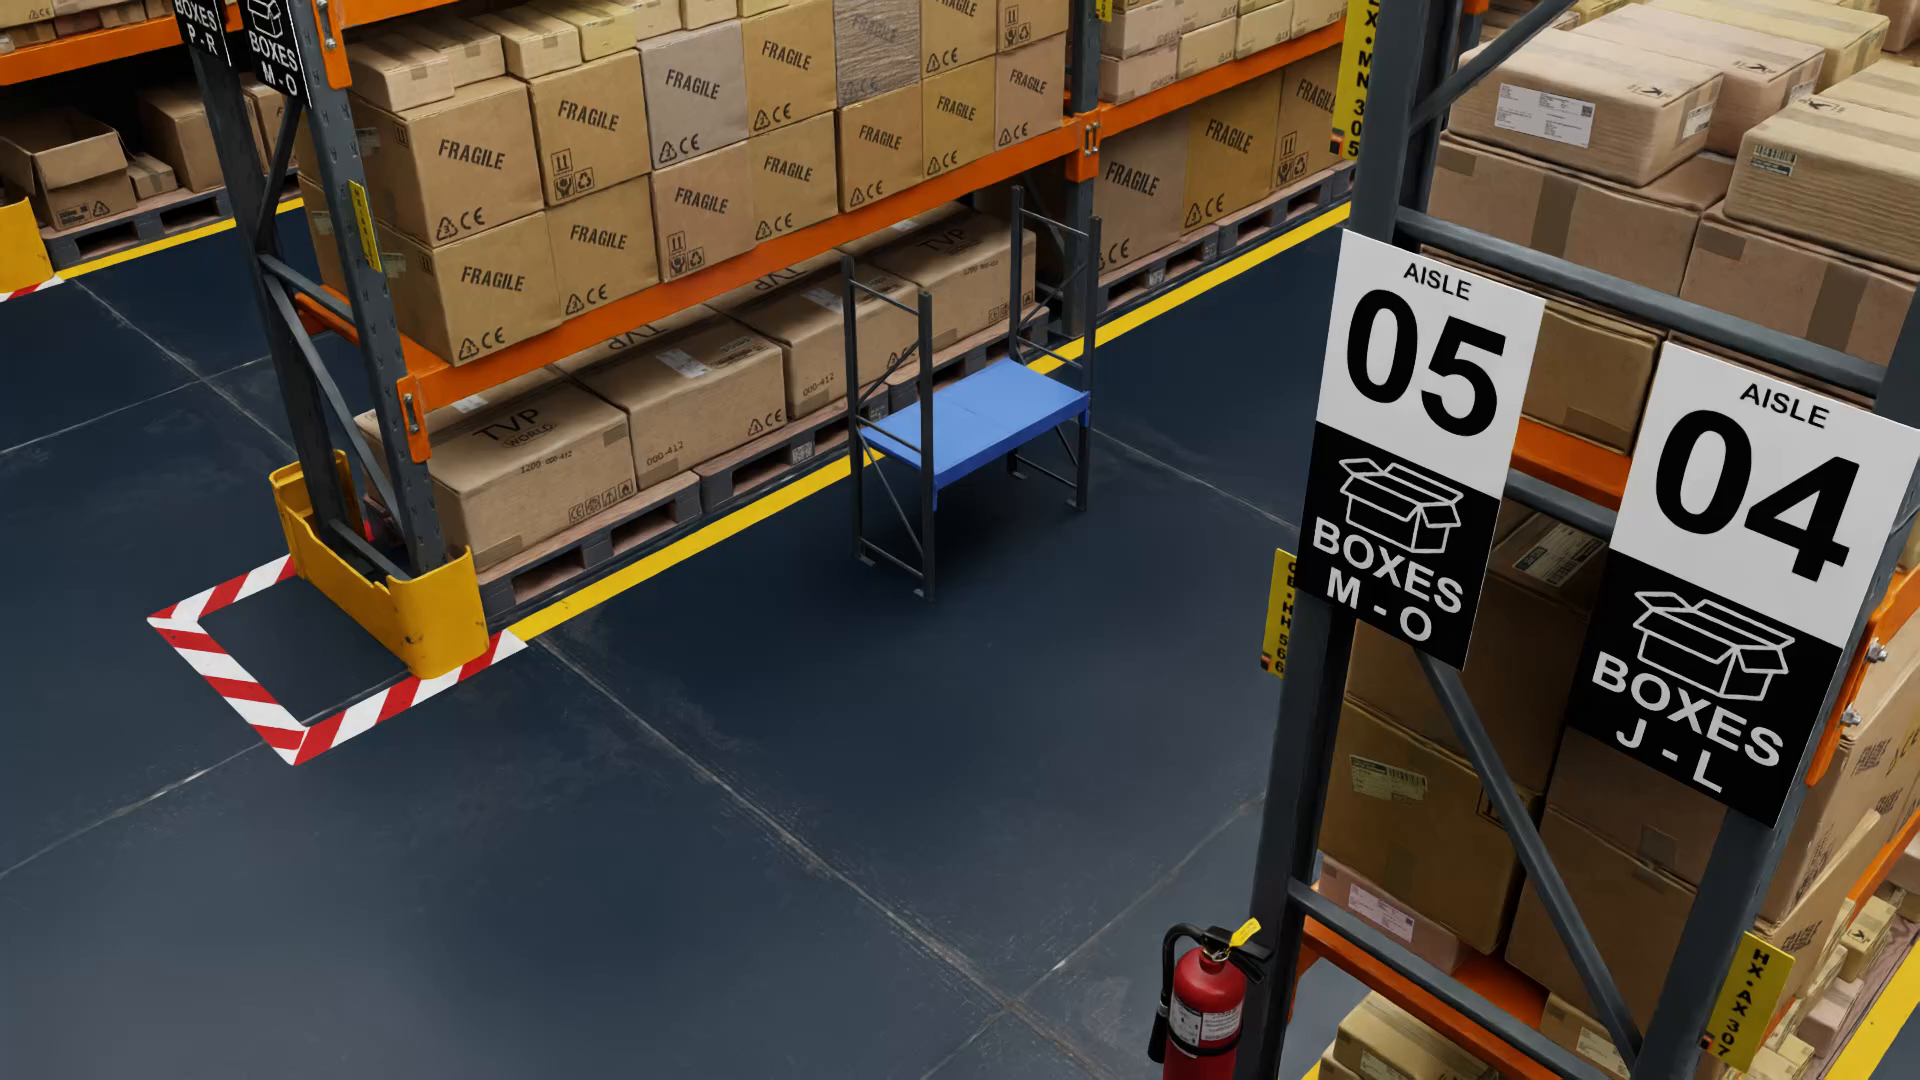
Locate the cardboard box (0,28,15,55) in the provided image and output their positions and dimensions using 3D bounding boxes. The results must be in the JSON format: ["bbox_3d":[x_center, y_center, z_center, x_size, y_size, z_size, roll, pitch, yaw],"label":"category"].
[{"bbox_3d":[-5.595,-2.866,9.457,0.380,0.149,0.250,29,44,35],"label":"cardboard box"}]

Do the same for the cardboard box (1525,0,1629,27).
[{"bbox_3d":[4.598,-4.123,12.970,0.625,0.372,0.950,-28,44,-34],"label":"cardboard box"}]

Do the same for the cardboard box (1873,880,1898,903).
[{"bbox_3d":[2.936,1.019,5.532,0.380,0.149,0.250,27,43,33],"label":"cardboard box"}]

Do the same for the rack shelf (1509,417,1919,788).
[{"bbox_3d":[2.496,-0.741,4.196,1.077,0.370,4.000,30,45,35],"label":"rack shelf"}]

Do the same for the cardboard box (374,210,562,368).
[{"bbox_3d":[-1.955,-1.068,6.571,0.500,0.500,0.500,29,44,35],"label":"cardboard box"}]

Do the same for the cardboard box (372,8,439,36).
[{"bbox_3d":[-2.224,-2.004,6.472,0.250,0.149,0.380,-29,44,-35],"label":"cardboard box"}]

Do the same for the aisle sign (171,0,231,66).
[{"bbox_3d":[-2.767,-2.109,5.880,0.394,0.787,0.004,30,45,35],"label":"aisle sign"}]

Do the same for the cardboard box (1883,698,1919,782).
[{"bbox_3d":[1.943,0.151,3.690,0.500,0.500,0.500,-29,44,-34],"label":"cardboard box"}]

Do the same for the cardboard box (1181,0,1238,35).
[{"bbox_3d":[1.179,-3.003,9.127,0.500,0.250,0.500,-29,44,-35],"label":"cardboard box"}]

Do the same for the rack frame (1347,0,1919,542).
[{"bbox_3d":[1.087,-1.454,1.968,1.000,3.000,0.127,30,45,35],"label":"rack frame"}]

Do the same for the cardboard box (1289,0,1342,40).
[{"bbox_3d":[1.914,-3.193,9.838,0.500,0.250,0.500,29,44,35],"label":"cardboard box"}]

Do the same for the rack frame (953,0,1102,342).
[{"bbox_3d":[0.322,-2.571,8.814,1.000,3.000,0.127,30,45,35],"label":"rack frame"}]

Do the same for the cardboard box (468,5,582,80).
[{"bbox_3d":[-1.651,-1.891,6.311,0.250,0.149,0.380,-28,44,-34],"label":"cardboard box"}]

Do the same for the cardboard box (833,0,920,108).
[{"bbox_3d":[-0.530,-2.306,7.473,0.500,0.500,0.500,-29,44,-35],"label":"cardboard box"}]

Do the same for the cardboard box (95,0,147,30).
[{"bbox_3d":[-5.067,-3.187,9.917,0.250,0.149,0.380,-28,44,-34],"label":"cardboard box"}]

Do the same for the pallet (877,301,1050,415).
[{"bbox_3d":[-0.270,-1.150,9.215,1.003,0.211,1.213,30,45,35],"label":"pallet"}]

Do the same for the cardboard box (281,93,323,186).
[{"bbox_3d":[-2.326,-1.690,6.590,0.500,0.500,0.500,-28,44,-34],"label":"cardboard box"}]

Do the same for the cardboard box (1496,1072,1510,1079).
[{"bbox_3d":[1.498,1.364,4.777,0.250,0.149,0.380,-29,44,-35],"label":"cardboard box"}]

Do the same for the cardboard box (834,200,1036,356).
[{"bbox_3d":[-0.197,-1.481,9.124,0.875,0.438,0.875,29,44,35],"label":"cardboard box"}]

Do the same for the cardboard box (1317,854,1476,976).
[{"bbox_3d":[1.116,0.863,4.109,0.380,0.149,0.250,30,45,35],"label":"cardboard box"}]

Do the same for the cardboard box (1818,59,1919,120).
[{"bbox_3d":[1.669,-0.667,2.807,0.250,0.149,0.380,-28,44,-34],"label":"cardboard box"}]

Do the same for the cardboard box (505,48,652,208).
[{"bbox_3d":[-1.597,-1.691,6.591,0.500,0.500,0.500,28,44,34],"label":"cardboard box"}]

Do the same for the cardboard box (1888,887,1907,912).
[{"bbox_3d":[2.910,1.175,5.567,0.250,0.149,0.380,-29,44,-35],"label":"cardboard box"}]

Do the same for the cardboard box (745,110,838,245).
[{"bbox_3d":[-0.906,-1.693,7.468,0.500,0.500,0.500,-28,44,-34],"label":"cardboard box"}]

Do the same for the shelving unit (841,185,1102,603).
[{"bbox_3d":[0.060,-0.650,7.371,0.538,1.500,1.048,30,45,35],"label":"shelving unit"}]

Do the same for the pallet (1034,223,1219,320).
[{"bbox_3d":[0.812,-1.771,10.105,1.003,0.211,1.213,30,45,35],"label":"pallet"}]

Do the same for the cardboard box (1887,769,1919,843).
[{"bbox_3d":[2.313,0.351,4.276,0.500,0.500,0.500,-29,44,-35],"label":"cardboard box"}]

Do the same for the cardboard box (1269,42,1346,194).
[{"bbox_3d":[1.963,-2.888,10.760,0.875,0.875,0.875,-29,44,-35],"label":"cardboard box"}]

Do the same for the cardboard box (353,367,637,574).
[{"bbox_3d":[-2.103,-0.377,7.541,0.875,0.438,0.875,28,44,34],"label":"cardboard box"}]

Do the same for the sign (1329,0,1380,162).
[{"bbox_3d":[0.708,-0.819,2.905,0.100,0.325,0.005,30,45,35],"label":"sign"}]

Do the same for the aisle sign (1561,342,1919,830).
[{"bbox_3d":[1.249,0.091,2.725,0.394,0.787,0.004,30,45,35],"label":"aisle sign"}]

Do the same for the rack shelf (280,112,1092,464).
[{"bbox_3d":[-1.088,-1.464,7.856,1.077,0.370,4.000,30,45,35],"label":"rack shelf"}]

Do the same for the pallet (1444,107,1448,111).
[{"bbox_3d":[3.691,-3.368,12.394,1.003,0.211,1.213,30,45,35],"label":"pallet"}]

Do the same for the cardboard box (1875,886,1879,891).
[{"bbox_3d":[2.720,1.001,5.297,0.380,0.149,0.250,30,45,35],"label":"cardboard box"}]

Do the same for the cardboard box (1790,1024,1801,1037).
[{"bbox_3d":[2.350,1.476,5.137,0.380,0.149,0.250,30,45,35],"label":"cardboard box"}]

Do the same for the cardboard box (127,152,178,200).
[{"bbox_3d":[-5.197,-2.316,10.574,0.380,0.149,0.250,28,43,34],"label":"cardboard box"}]

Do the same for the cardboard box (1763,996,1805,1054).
[{"bbox_3d":[2.191,1.339,4.813,0.380,0.149,0.250,27,43,33],"label":"cardboard box"}]

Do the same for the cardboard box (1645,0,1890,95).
[{"bbox_3d":[1.537,-0.949,3.212,0.380,0.149,0.250,28,44,34],"label":"cardboard box"}]

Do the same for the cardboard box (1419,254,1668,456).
[{"bbox_3d":[1.220,-0.453,3.287,0.500,0.250,0.500,29,44,34],"label":"cardboard box"}]

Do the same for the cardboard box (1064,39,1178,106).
[{"bbox_3d":[0.819,-2.582,8.961,0.500,0.250,0.500,28,44,34],"label":"cardboard box"}]

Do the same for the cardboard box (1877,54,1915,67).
[{"bbox_3d":[1.591,-0.865,3.440,0.500,0.250,0.500,28,44,34],"label":"cardboard box"}]

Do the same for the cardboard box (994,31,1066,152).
[{"bbox_3d":[0.176,-2.321,8.368,0.500,0.500,0.500,-29,44,-35],"label":"cardboard box"}]

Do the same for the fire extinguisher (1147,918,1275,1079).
[{"bbox_3d":[0.582,1.108,3.933,0.296,0.674,0.183,30,45,35],"label":"fire extinguisher"}]

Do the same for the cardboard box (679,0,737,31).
[{"bbox_3d":[-1.126,-2.218,6.779,0.250,0.149,0.380,-29,44,-35],"label":"cardboard box"}]

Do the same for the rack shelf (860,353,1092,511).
[{"bbox_3d":[0.060,-0.502,7.474,0.538,0.185,1.000,30,45,35],"label":"rack shelf"}]

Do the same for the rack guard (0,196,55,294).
[{"bbox_3d":[-5.968,-1.952,10.112,1.175,0.500,0.348,30,45,35],"label":"rack guard"}]
